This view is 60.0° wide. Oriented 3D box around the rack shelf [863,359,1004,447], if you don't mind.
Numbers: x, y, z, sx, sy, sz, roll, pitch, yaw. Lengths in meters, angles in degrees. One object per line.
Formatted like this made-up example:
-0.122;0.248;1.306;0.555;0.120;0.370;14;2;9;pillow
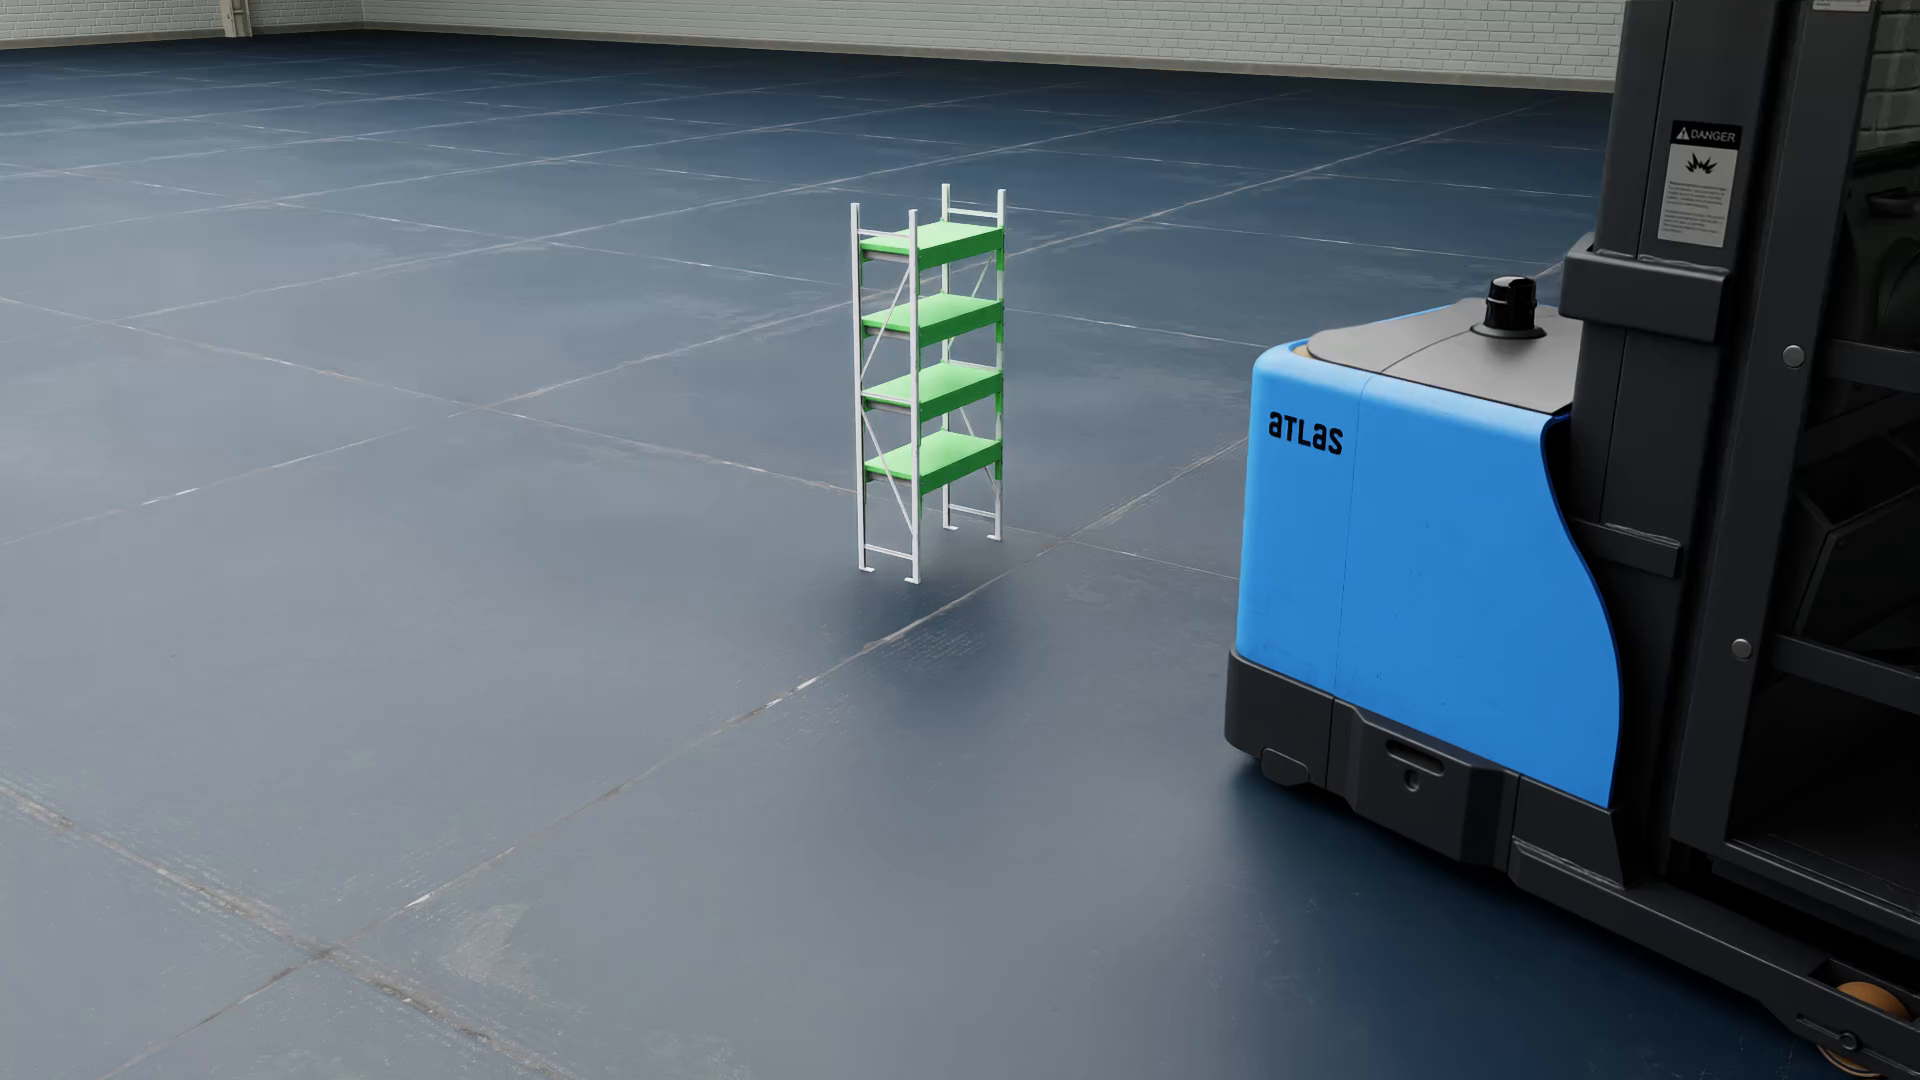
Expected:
-0.093;-0.455;5.451;0.258;0.148;0.480;13;24;32;rack shelf

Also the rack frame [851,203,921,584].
-0.230;-0.445;5.239;0.240;1.200;0.015;13;24;32;rack frame

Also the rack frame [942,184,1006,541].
0.044;-0.585;5.618;0.240;1.200;0.015;13;24;32;rack frame

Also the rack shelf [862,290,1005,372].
-0.093;-0.680;5.367;0.258;0.148;0.480;13;24;32;rack shelf

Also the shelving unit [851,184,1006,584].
-0.093;-0.515;5.428;0.258;1.200;0.503;13;24;32;shelving unit

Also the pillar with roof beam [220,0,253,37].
-10.234;-13.013;27.974;9.100;9.000;0.400;13;24;32;pillar with roof beam

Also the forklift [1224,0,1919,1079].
2.001;-0.528;2.968;1.130;2.935;3.031;-16;26;-37;forklift

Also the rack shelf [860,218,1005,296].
-0.093;-0.906;5.284;0.258;0.148;0.480;13;24;32;rack shelf

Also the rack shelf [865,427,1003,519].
-0.093;-0.230;5.534;0.258;0.148;0.480;13;24;32;rack shelf
